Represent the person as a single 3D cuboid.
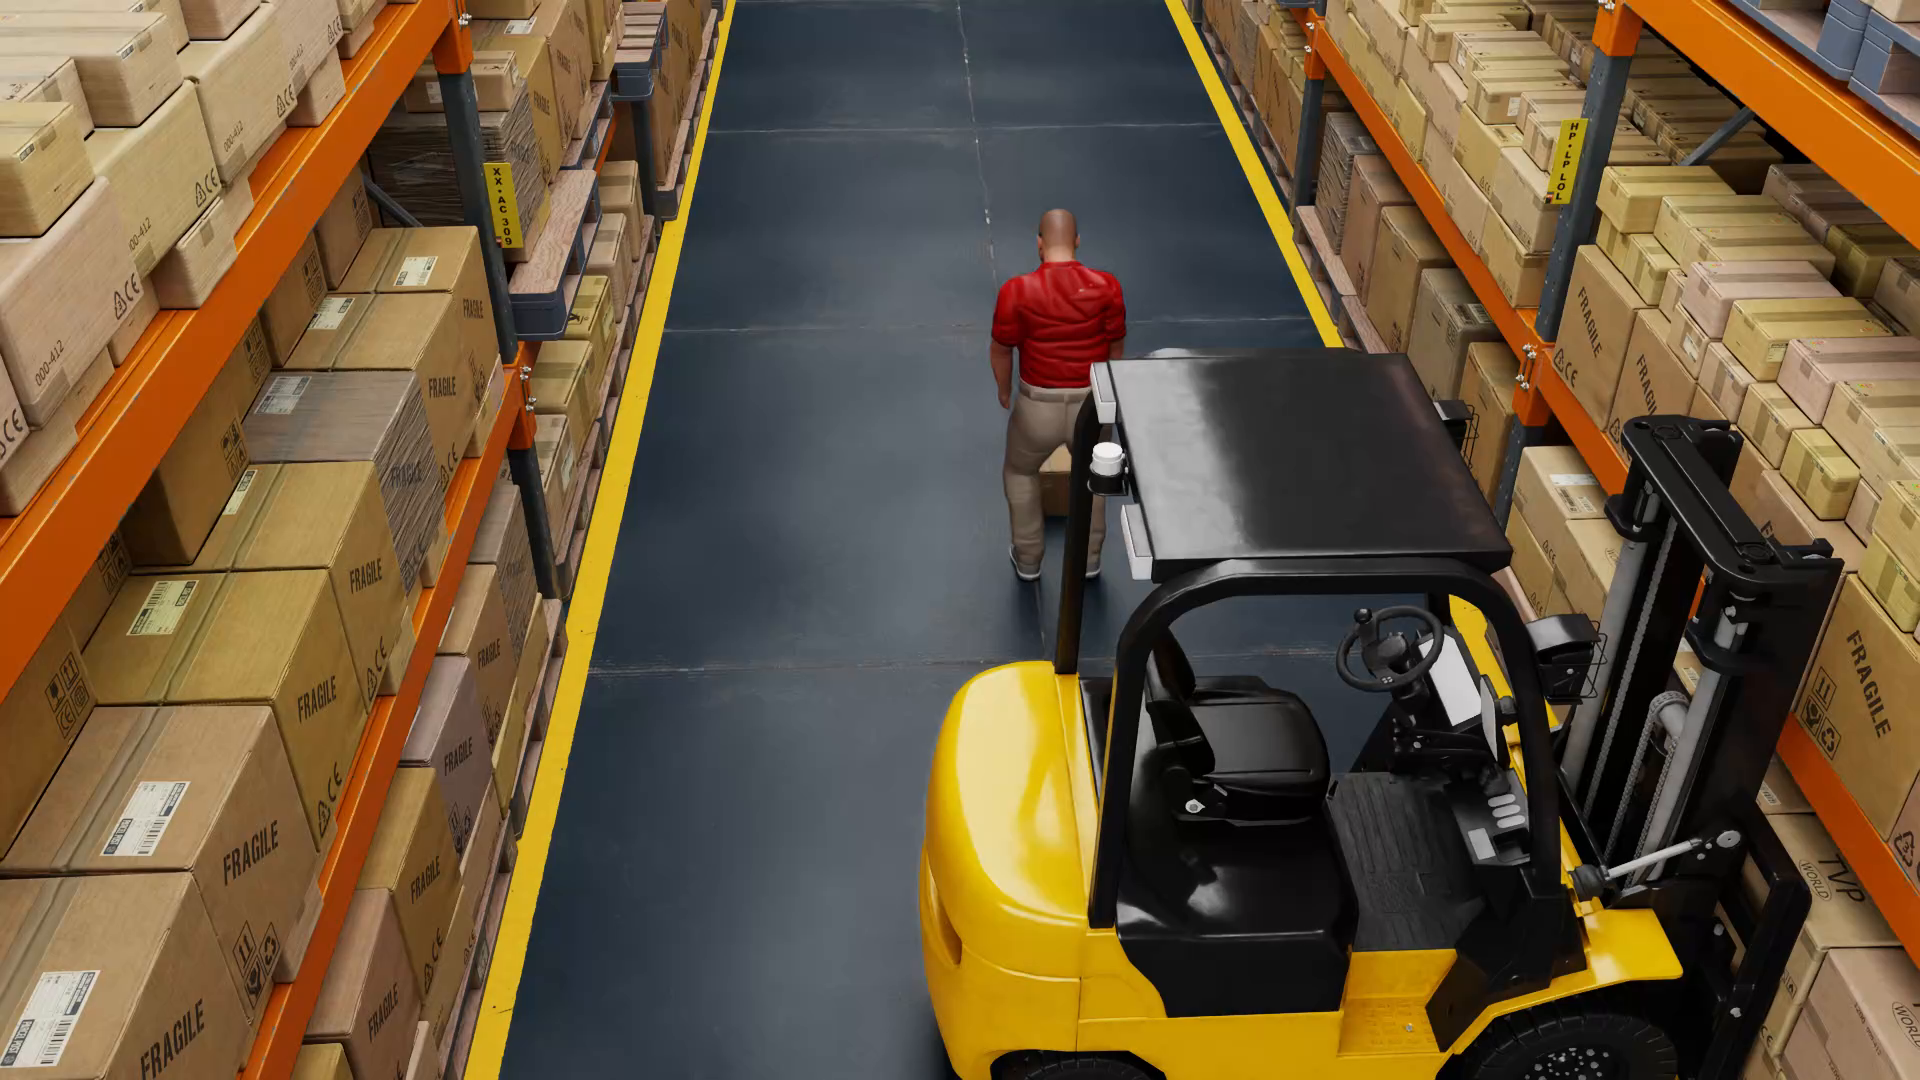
[{"bbox_3d":[0.403,-0.570,7.040,0.561,1.667,0.441,-1,35,-1],"label":"person"}]
